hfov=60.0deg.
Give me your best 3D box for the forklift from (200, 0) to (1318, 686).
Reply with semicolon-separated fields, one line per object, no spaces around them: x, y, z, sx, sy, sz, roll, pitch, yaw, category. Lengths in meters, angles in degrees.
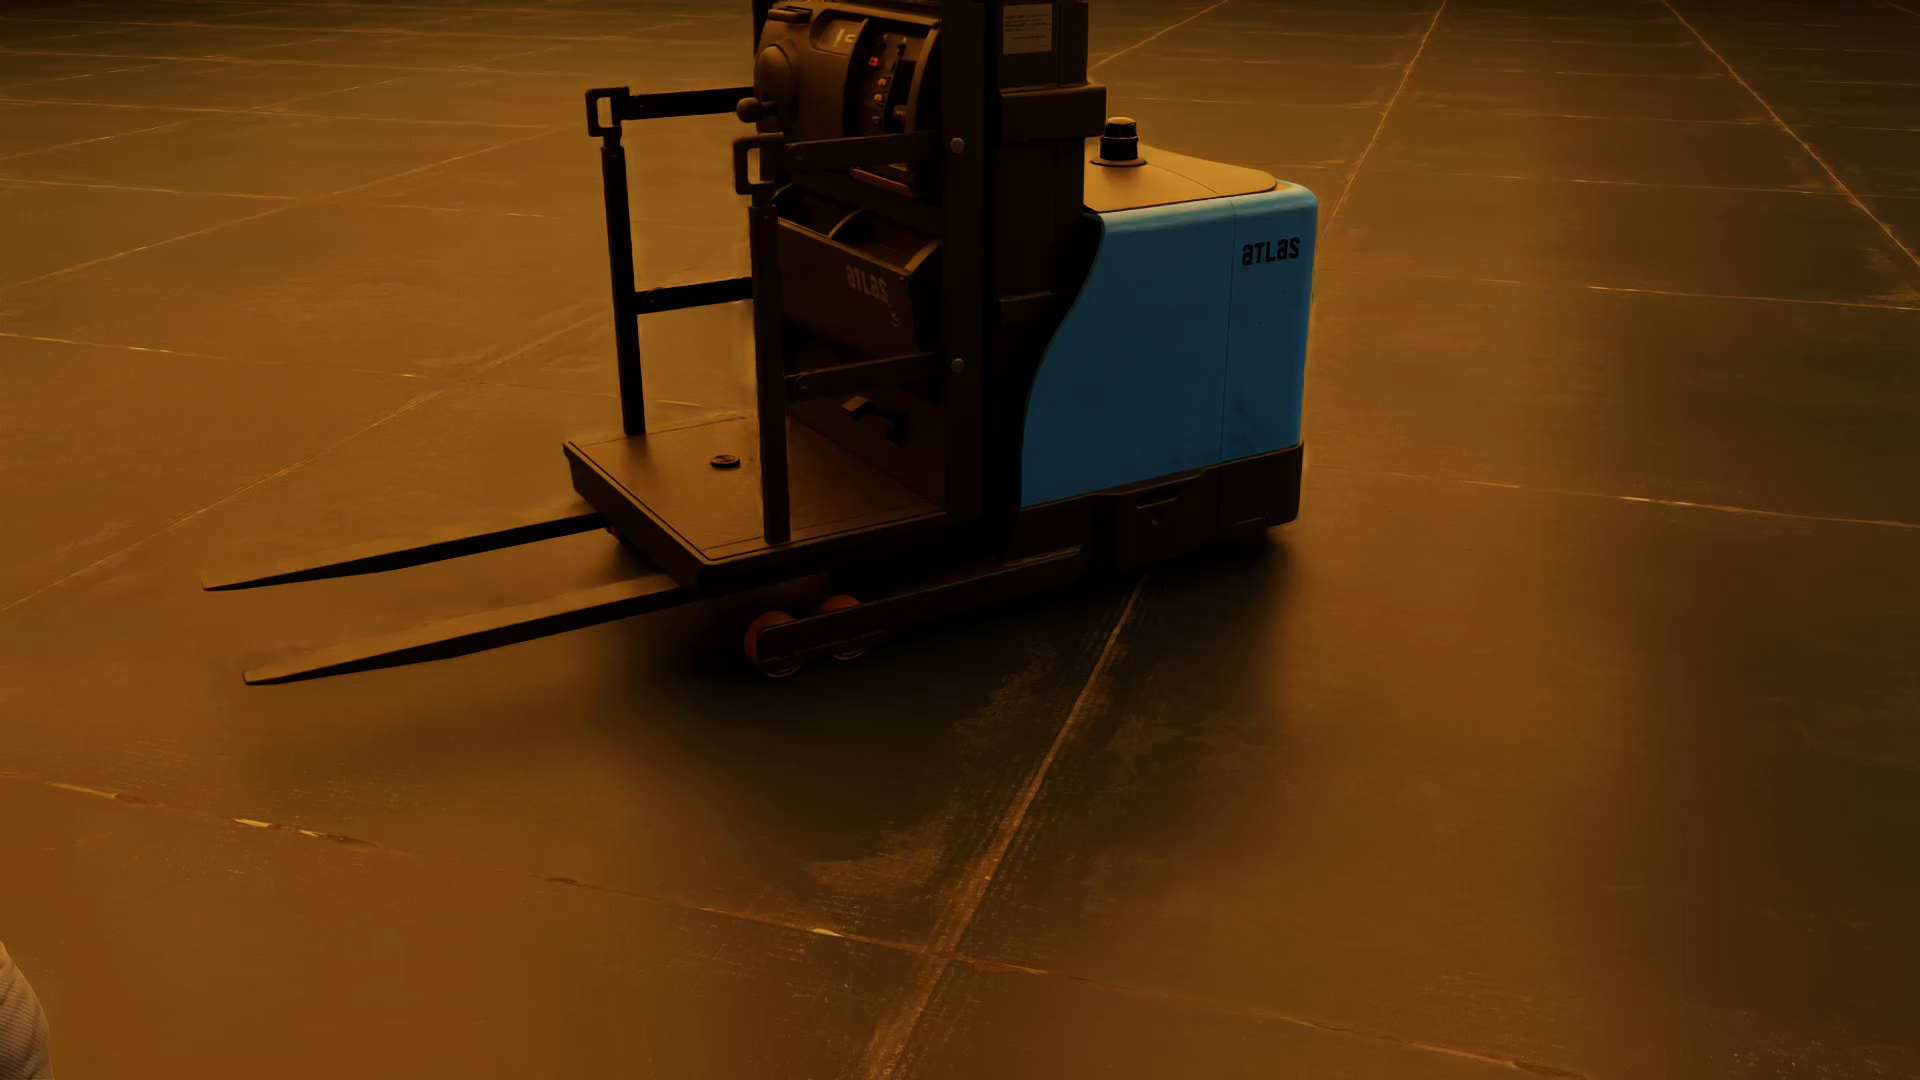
-0.487;-1.232;4.264;3.031;2.935;1.130;-13;26;-29;forklift
